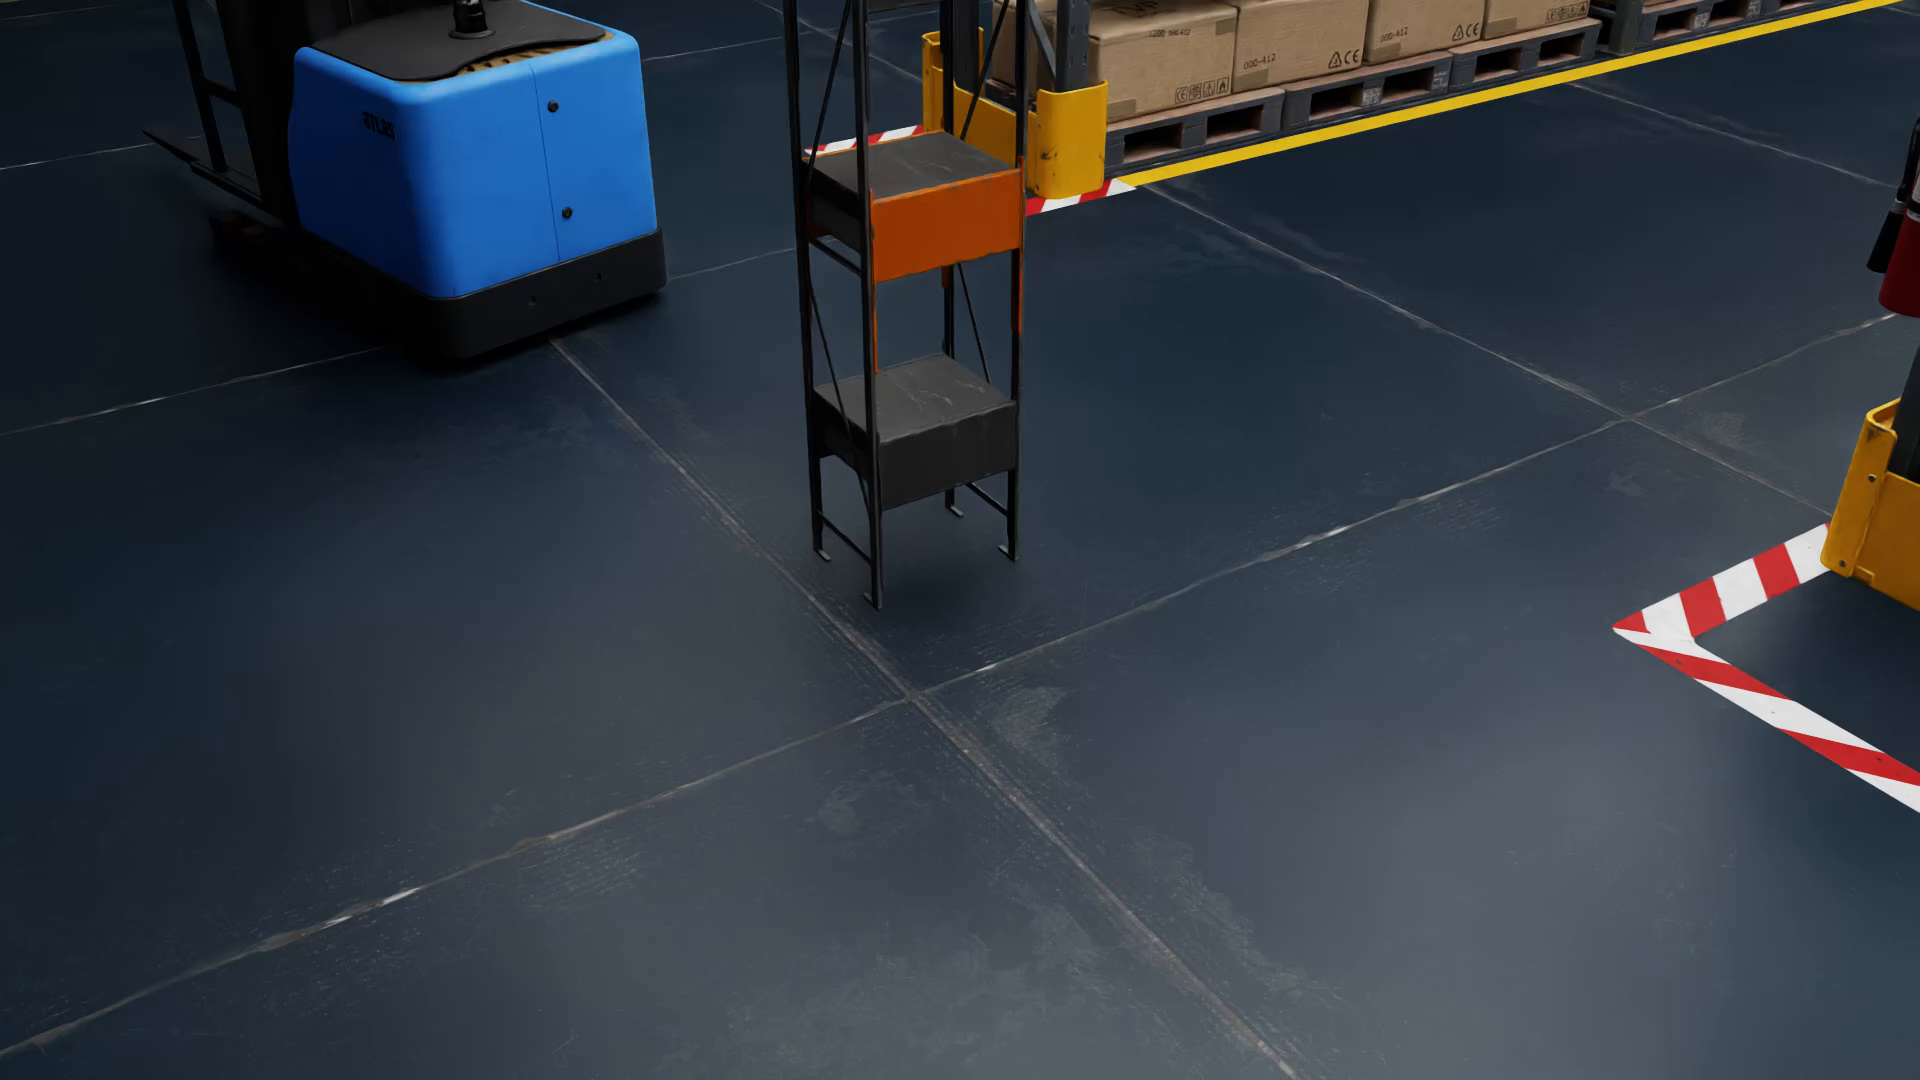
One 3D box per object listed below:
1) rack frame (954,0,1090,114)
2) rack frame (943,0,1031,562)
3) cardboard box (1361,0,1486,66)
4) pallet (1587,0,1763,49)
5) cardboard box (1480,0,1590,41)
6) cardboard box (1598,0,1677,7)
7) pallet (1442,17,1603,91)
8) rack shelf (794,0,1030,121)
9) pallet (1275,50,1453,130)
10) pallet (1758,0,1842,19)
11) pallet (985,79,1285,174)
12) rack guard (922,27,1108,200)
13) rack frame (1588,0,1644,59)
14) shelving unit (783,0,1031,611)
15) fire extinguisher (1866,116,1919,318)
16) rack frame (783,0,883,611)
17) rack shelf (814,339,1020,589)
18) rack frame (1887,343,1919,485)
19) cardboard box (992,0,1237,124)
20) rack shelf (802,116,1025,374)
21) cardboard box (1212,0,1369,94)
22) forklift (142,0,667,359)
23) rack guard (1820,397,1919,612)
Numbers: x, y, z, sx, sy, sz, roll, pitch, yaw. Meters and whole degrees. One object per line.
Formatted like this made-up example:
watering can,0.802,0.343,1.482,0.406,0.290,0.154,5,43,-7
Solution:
rack frame,0.267,-3.164,7.454,0.127,3.000,1.000,-19,37,-27
rack frame,0.066,-0.911,4.726,0.015,2.100,0.400,-19,37,-27
cardboard box,2.291,-3.022,9.236,0.875,0.438,0.875,-20,37,-29
pallet,4.236,-3.398,10.438,1.213,0.211,1.003,-19,37,-27
cardboard box,3.043,-3.281,9.647,0.875,0.438,0.875,-20,37,-28
cardboard box,4.106,-3.814,10.083,0.875,0.875,0.875,-18,36,-26
pallet,2.947,-2.956,9.738,1.213,0.211,1.003,-19,37,-27
rack shelf,-0.139,-1.421,4.248,0.480,0.518,0.431,-19,37,-27
pallet,1.921,-2.601,9.176,1.213,0.211,1.003,-19,37,-27
pallet,5.263,-3.752,11.001,1.213,0.211,1.003,-19,37,-27
pallet,0.896,-2.251,8.620,1.213,0.211,1.003,-19,37,-27
rack guard,0.246,-2.100,8.110,0.348,0.500,1.175,-19,37,-27
rack frame,3.629,-4.320,9.287,0.127,3.000,1.000,-19,37,-27
shelving unit,-0.139,-0.840,4.614,0.503,2.100,0.431,-19,37,-27
fire extinguisher,2.572,-0.917,4.314,0.183,0.674,0.296,-19,37,-27
rack frame,-0.344,-0.770,4.502,0.015,2.100,0.400,-19,37,-27
rack shelf,-0.139,-0.237,4.995,0.480,0.518,0.431,-19,37,-27
rack frame,3.034,-0.973,3.981,0.127,3.000,1.000,-19,37,-27
cardboard box,0.767,-2.493,8.399,0.875,0.438,0.875,-20,38,-29
rack shelf,-0.139,-0.829,4.621,0.480,0.518,0.431,-19,37,-27
cardboard box,1.532,-2.762,8.824,0.875,0.438,0.875,-18,36,-26
forklift,-2.601,-2.591,6.610,3.031,2.935,1.130,27,41,36
rack guard,3.097,0.062,4.683,0.348,0.500,1.175,-19,37,-27
